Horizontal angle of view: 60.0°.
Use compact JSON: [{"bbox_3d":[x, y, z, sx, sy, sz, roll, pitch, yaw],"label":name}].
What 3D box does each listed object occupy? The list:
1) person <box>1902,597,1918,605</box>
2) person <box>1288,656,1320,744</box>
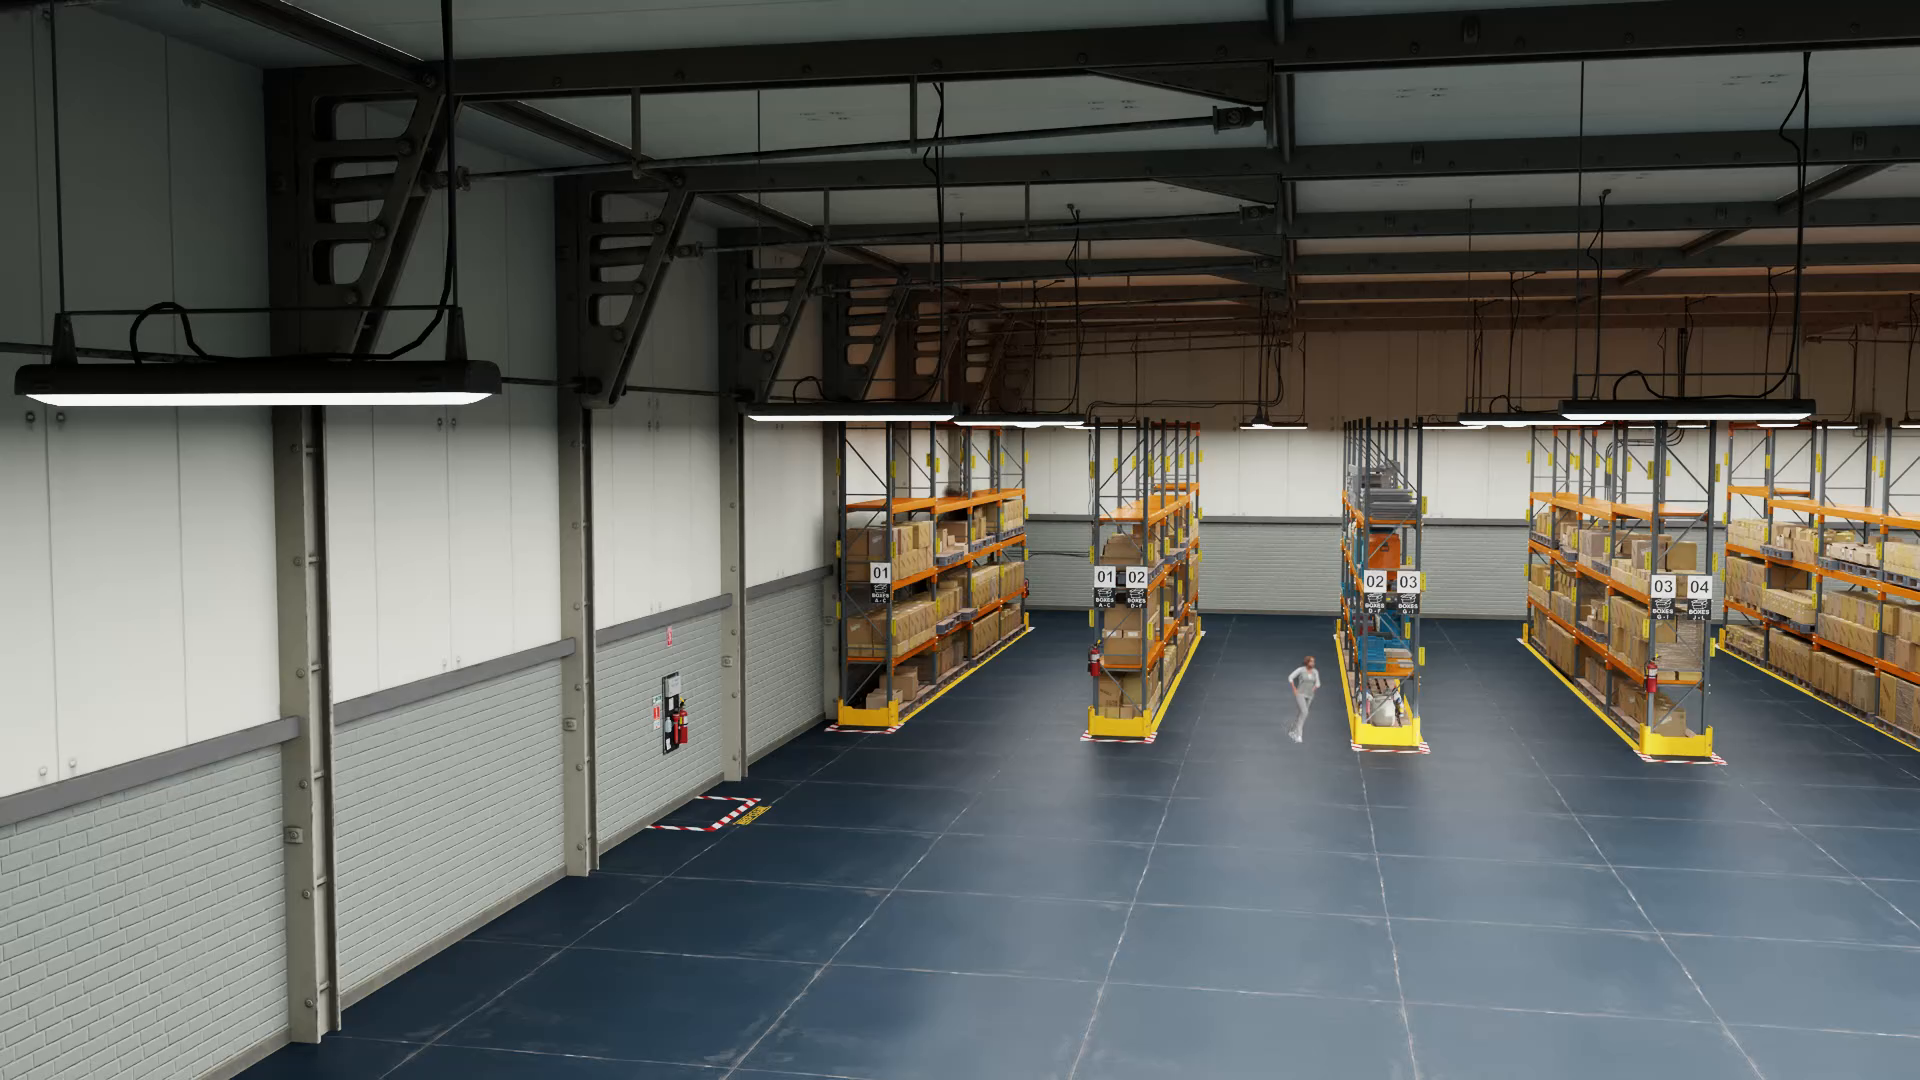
[{"bbox_3d":[25.324,1.471,44.272,0.371,0.886,0.457,1,4,12],"label":"person"},{"bbox_3d":[6.389,2.942,30.818,0.538,1.614,0.645,-1,4,-21],"label":"person"}]
